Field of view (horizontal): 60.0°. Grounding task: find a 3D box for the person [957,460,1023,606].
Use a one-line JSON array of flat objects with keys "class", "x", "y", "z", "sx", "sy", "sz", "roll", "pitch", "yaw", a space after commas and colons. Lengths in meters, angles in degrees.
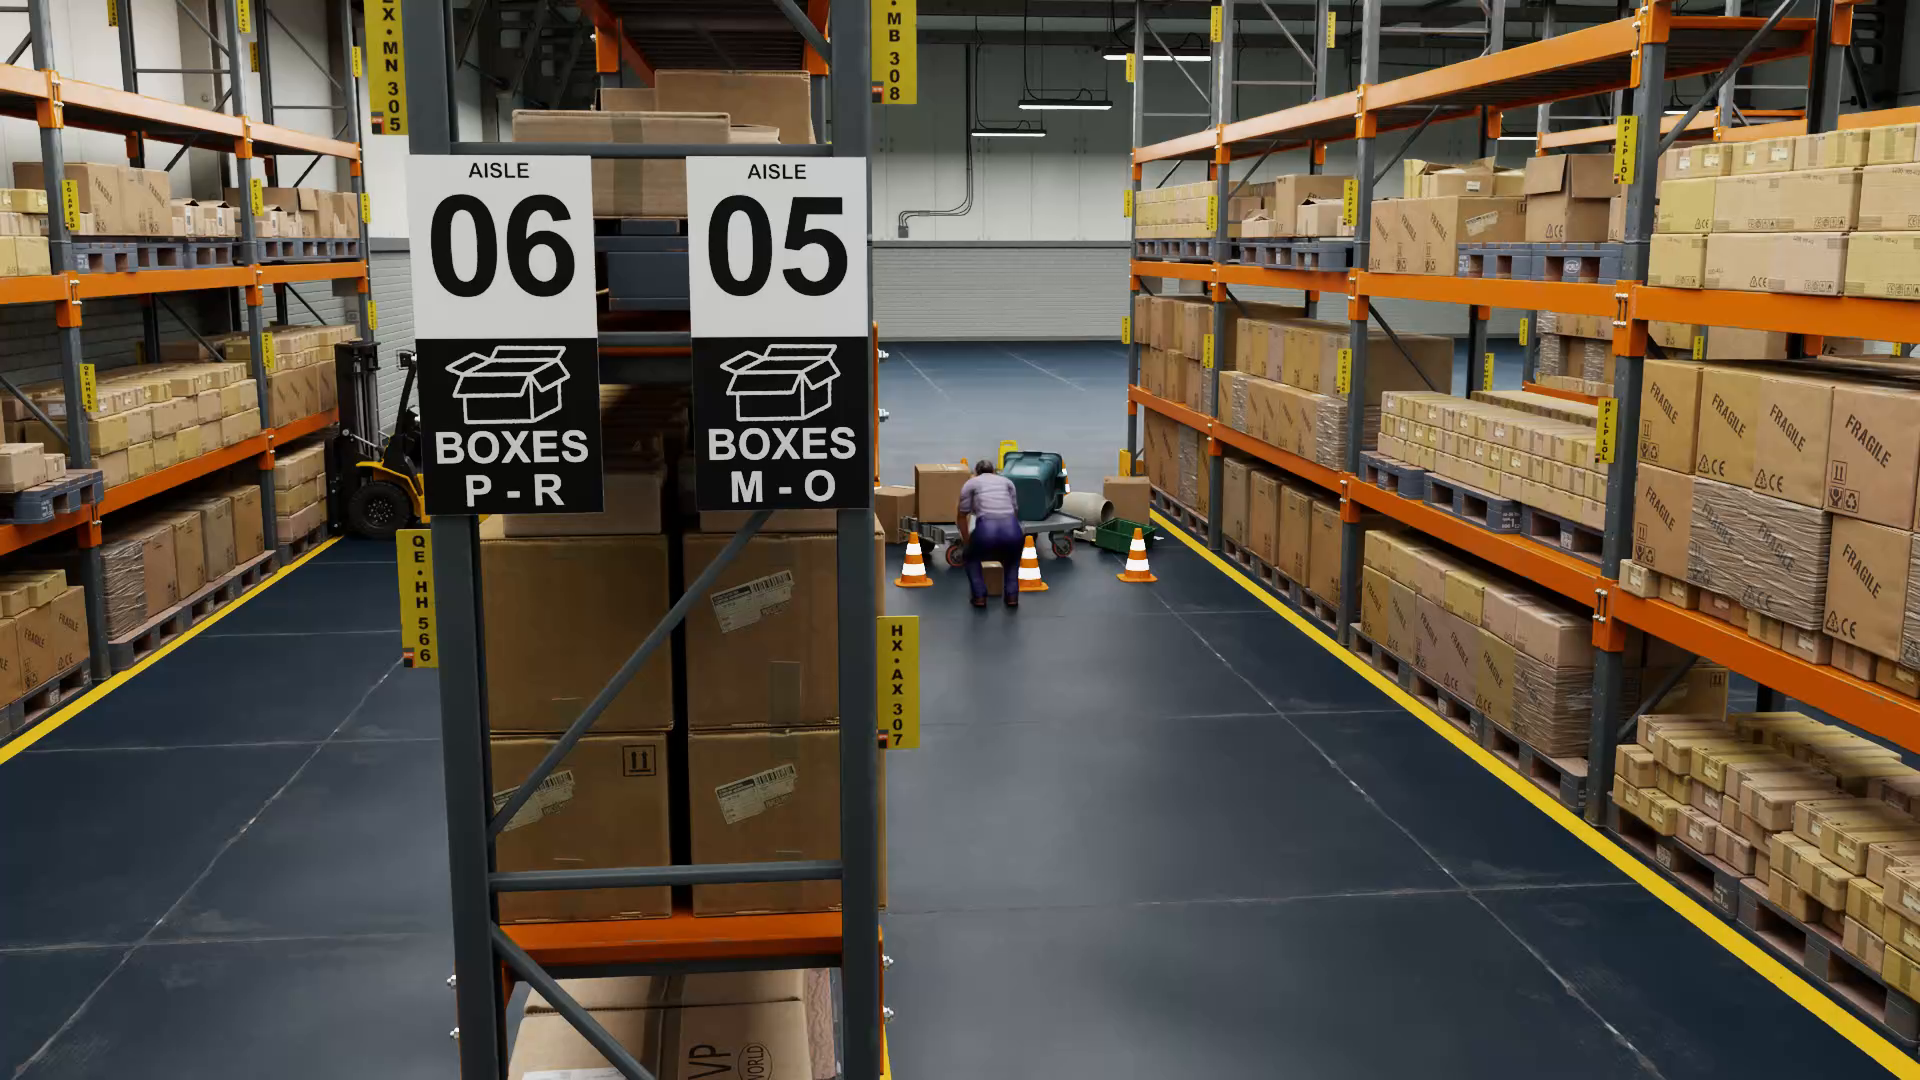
[{"class": "person", "x": 0.254, "y": -0.052, "z": 14.044, "sx": 0.541, "sy": 1.198, "sz": 0.742, "roll": -1, "pitch": 10, "yaw": -6}]
